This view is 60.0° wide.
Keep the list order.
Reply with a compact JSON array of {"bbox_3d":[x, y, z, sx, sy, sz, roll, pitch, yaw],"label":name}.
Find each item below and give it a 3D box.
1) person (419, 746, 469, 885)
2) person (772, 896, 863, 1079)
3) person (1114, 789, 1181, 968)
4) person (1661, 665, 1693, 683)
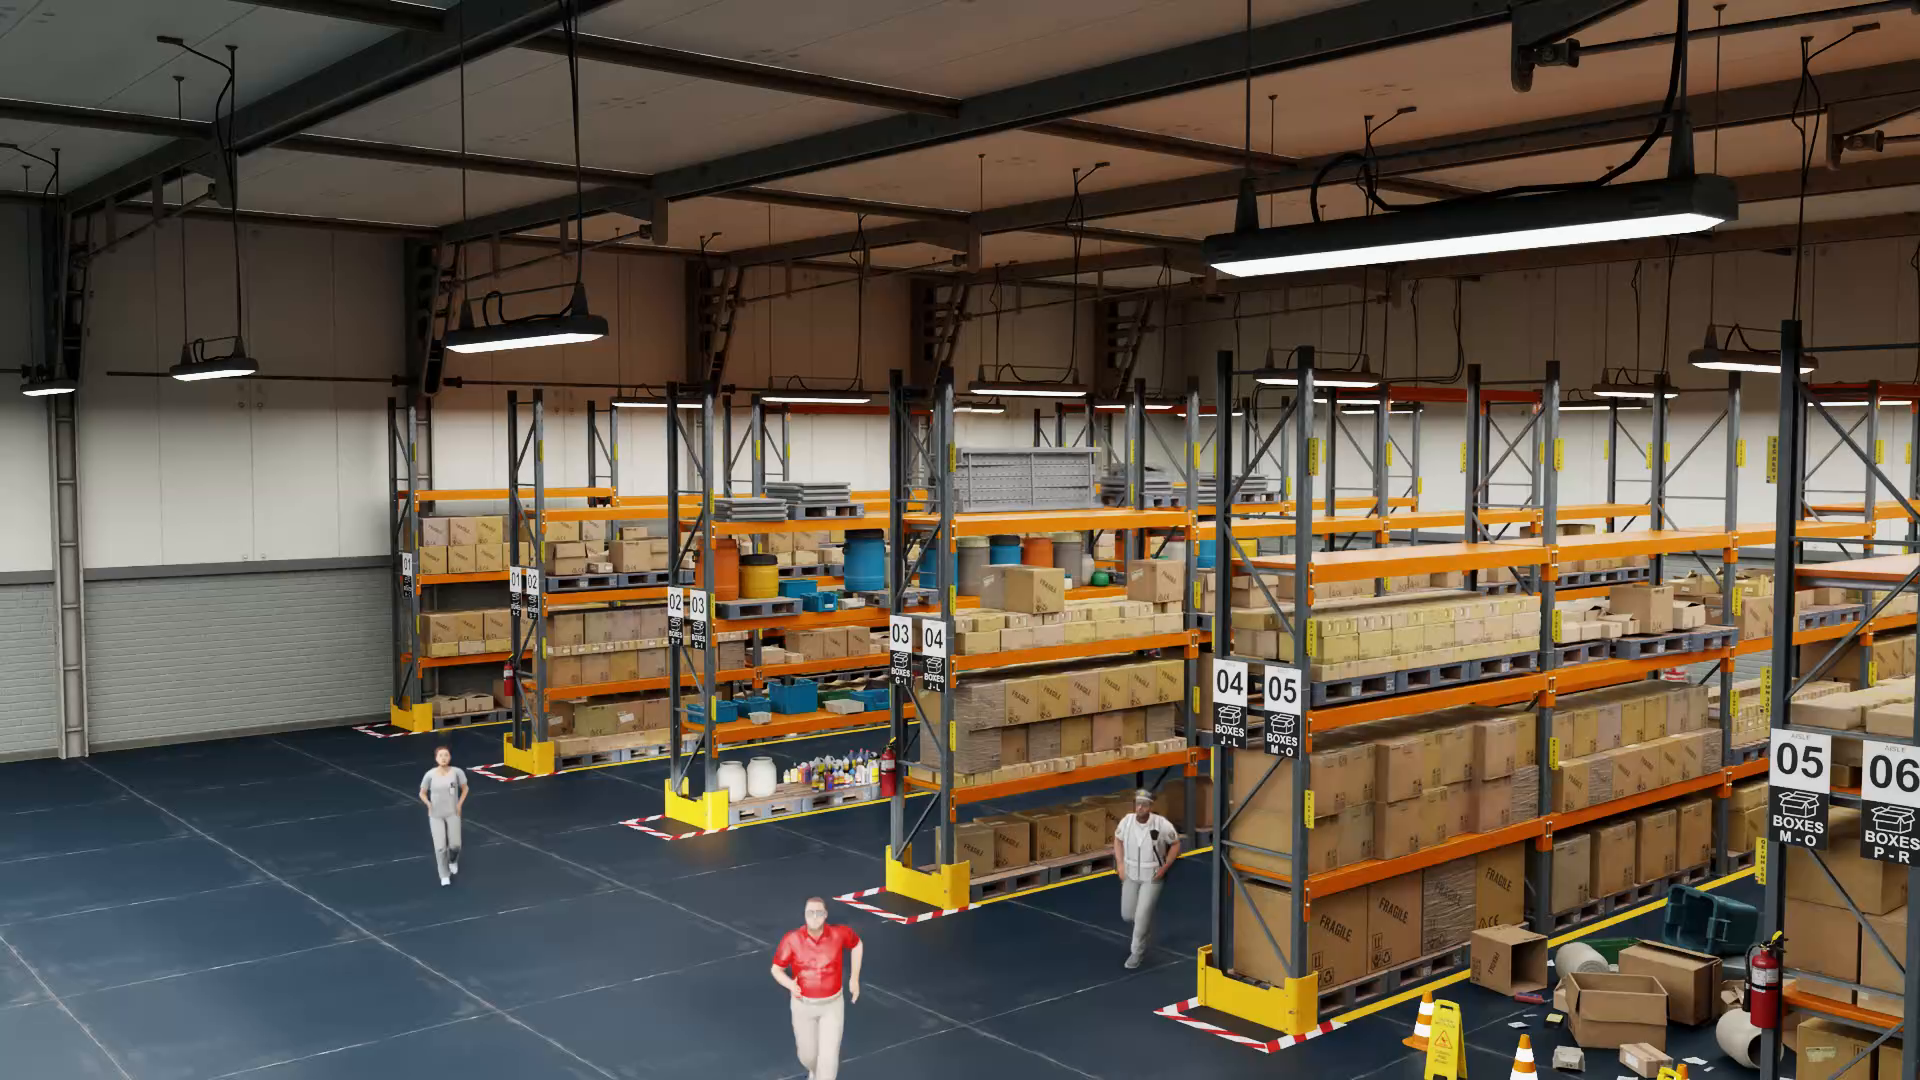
[{"bbox_3d":[-6.034,3.213,19.460,0.557,1.621,0.585,-1,4,-18],"label":"person"},{"bbox_3d":[-1.085,3.587,12.691,0.693,1.785,0.937,0,3,-4],"label":"person"},{"bbox_3d":[1.860,3.333,16.629,0.685,1.758,0.710,1,4,23],"label":"person"},{"bbox_3d":[12.809,2.558,29.772,0.694,1.755,0.507,-2,4,-34],"label":"person"}]
